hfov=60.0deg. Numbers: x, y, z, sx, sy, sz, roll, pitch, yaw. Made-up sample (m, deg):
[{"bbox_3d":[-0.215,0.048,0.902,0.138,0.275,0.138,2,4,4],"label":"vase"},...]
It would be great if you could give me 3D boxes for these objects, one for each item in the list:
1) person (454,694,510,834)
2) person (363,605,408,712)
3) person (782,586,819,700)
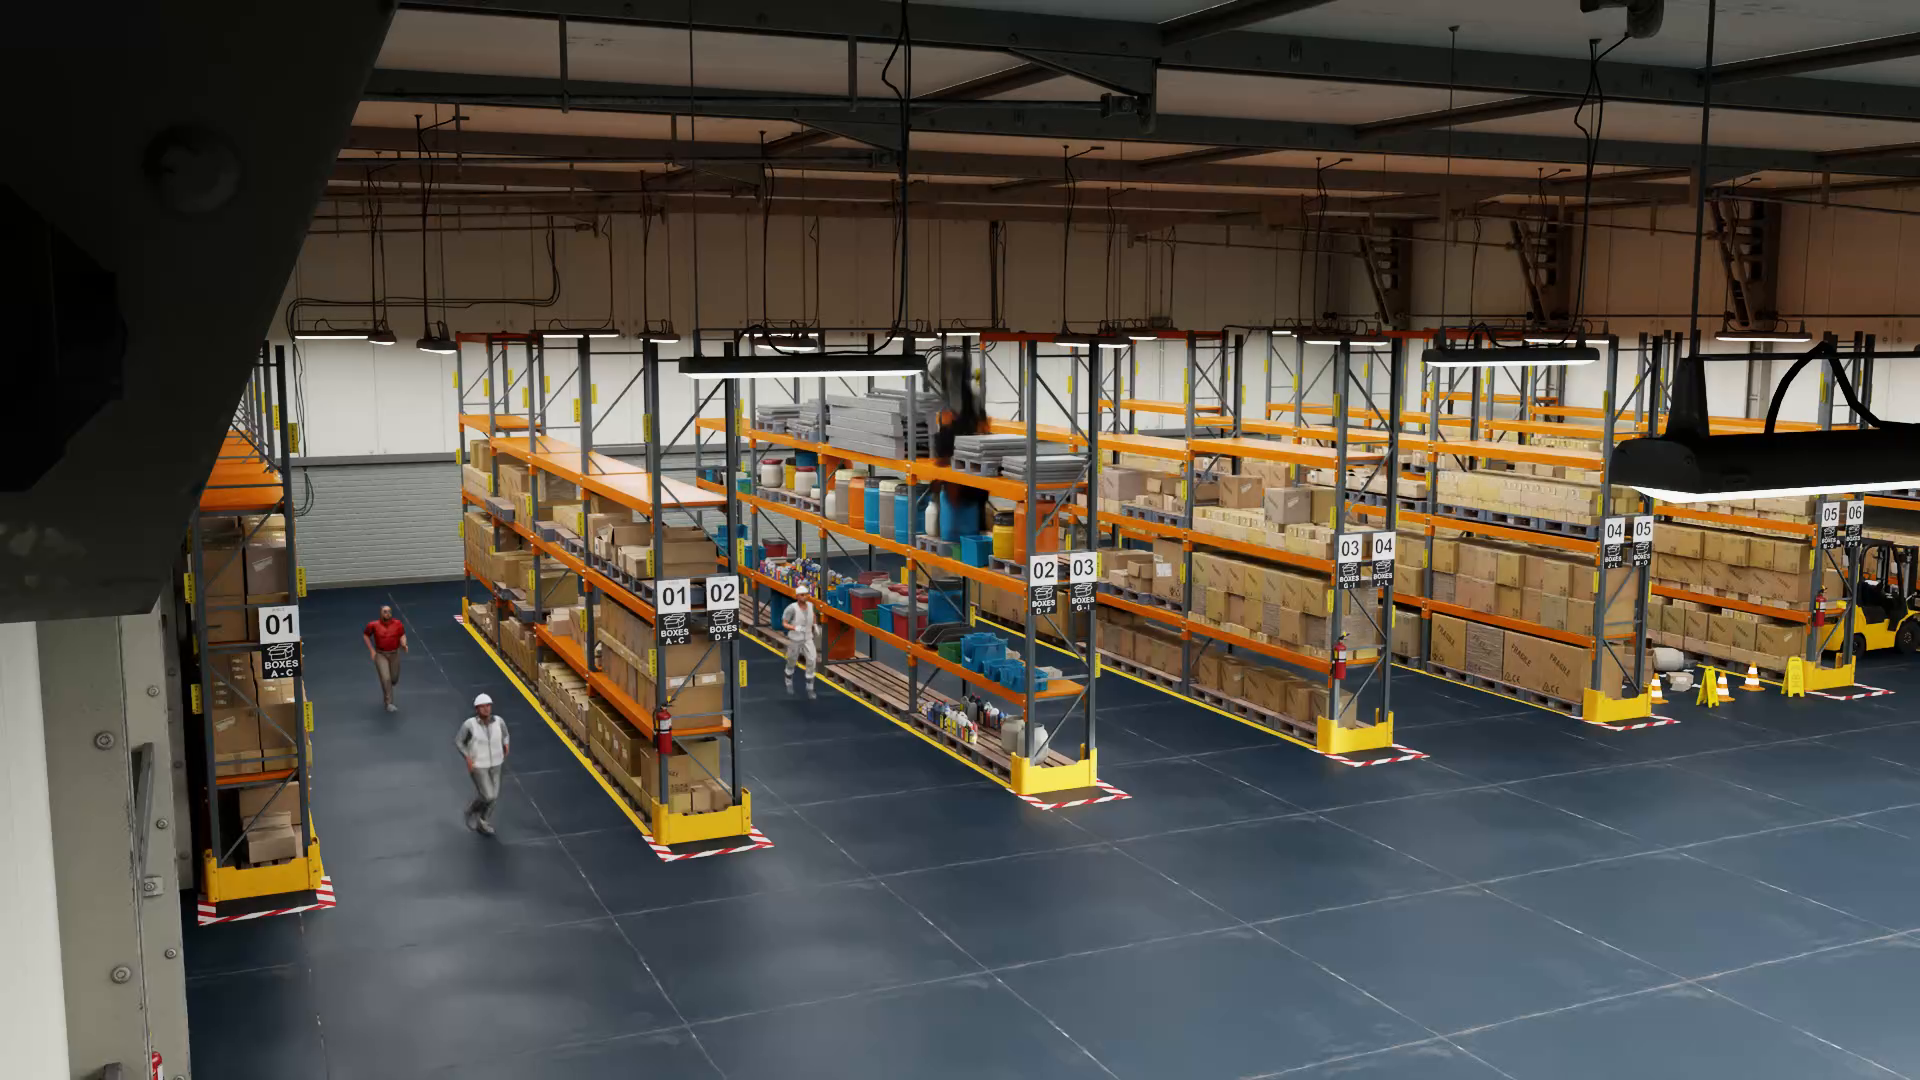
[{"bbox_3d":[-5.761,2.741,20.310,0.647,1.740,0.584,-6,10,-40],"label":"person"},{"bbox_3d":[-9.316,1.879,26.961,0.648,1.706,0.847,-5,9,-34],"label":"person"},{"bbox_3d":[-2.560,1.617,26.728,0.680,1.807,0.831,-5,9,-30],"label":"person"}]
